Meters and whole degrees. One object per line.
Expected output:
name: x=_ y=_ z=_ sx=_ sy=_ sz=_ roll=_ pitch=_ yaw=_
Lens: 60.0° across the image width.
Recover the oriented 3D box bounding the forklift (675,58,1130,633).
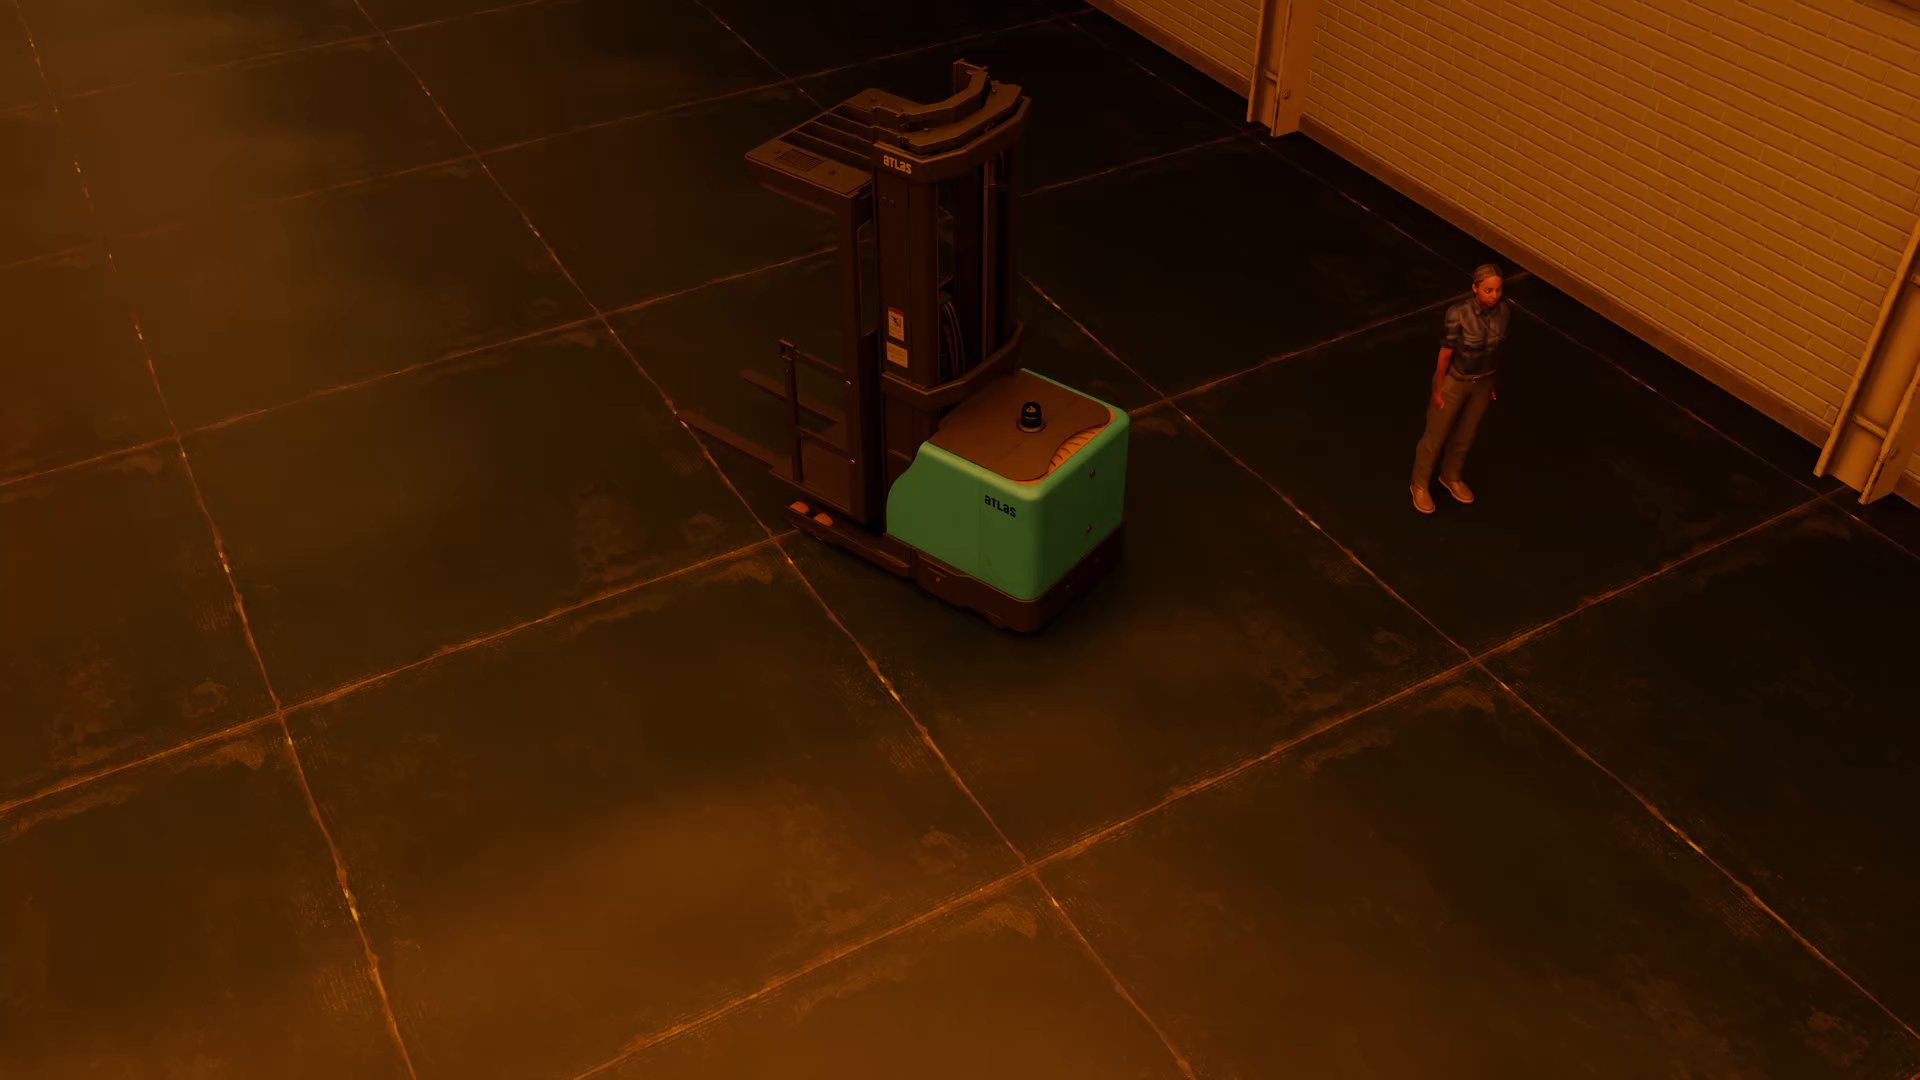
forklift: x=-0.481 y=-1.366 z=9.683 sx=3.031 sy=2.935 sz=1.130 roll=26 pitch=46 yaw=28

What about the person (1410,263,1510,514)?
person: x=3.084 y=-0.929 z=10.158 sx=0.449 sy=1.659 sz=0.339 roll=-12 pitch=41 yaw=-14
